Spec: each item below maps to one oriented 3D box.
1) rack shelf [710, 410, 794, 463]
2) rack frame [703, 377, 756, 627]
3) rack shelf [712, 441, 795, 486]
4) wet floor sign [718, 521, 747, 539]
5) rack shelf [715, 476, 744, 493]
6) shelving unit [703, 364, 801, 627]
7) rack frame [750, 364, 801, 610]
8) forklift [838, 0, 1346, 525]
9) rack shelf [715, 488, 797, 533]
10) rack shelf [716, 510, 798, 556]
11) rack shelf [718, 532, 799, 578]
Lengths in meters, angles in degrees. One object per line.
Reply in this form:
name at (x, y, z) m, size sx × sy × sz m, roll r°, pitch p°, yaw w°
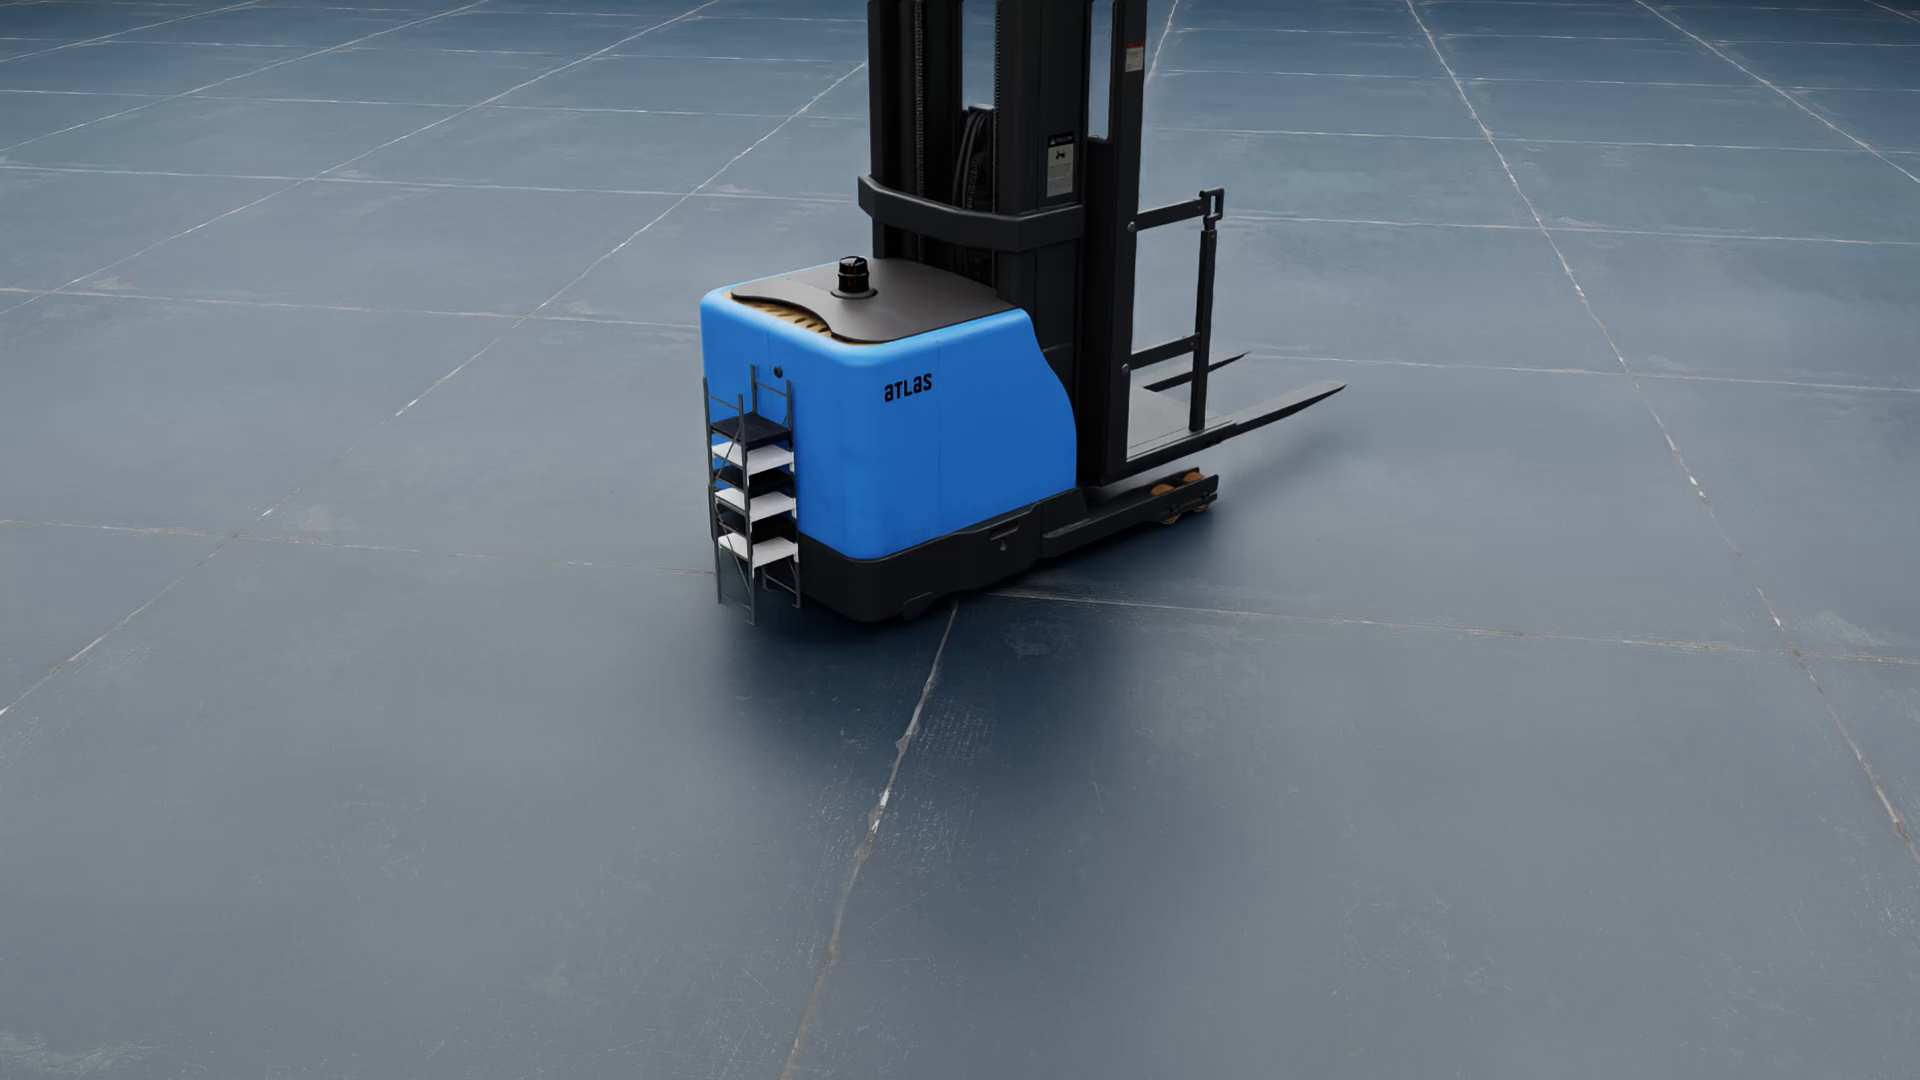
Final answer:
rack shelf at (-0.749, -0.372, 5.925) m, size 0.200 × 0.077 × 0.258 m, roll -20°, pitch 32°, yaw -37°
rack frame at (-0.825, -0.129, 5.964) m, size 0.006 × 0.900 × 0.240 m, roll -20°, pitch 32°, yaw -37°
rack shelf at (-0.749, -0.290, 5.963) m, size 0.200 × 0.077 × 0.258 m, roll -20°, pitch 32°, yaw -37°
wet floor sign at (-6.406, 0.604, 4.698) m, size 8.610 × 0.644 × 8.451 m, roll 13°, pitch 28°, yaw 26°
rack shelf at (-0.749, -0.222, 5.994) m, size 0.184 × 0.015 × 0.199 m, roll -20°, pitch 32°, yaw -37°
shelving unit at (-0.749, -0.157, 6.025) m, size 0.210 × 0.900 × 0.258 m, roll -20°, pitch 32°, yaw -37°
rack frame at (-0.672, -0.186, 6.086) m, size 0.006 × 0.900 × 0.240 m, roll -20°, pitch 32°, yaw -37°
forklift at (0.490, -1.524, 6.623) m, size 2.937 × 2.867 × 1.118 m, roll -20°, pitch 32°, yaw -37°
rack shelf at (-0.749, -0.127, 6.039) m, size 0.200 × 0.077 × 0.258 m, roll -20°, pitch 32°, yaw -37°
rack shelf at (-0.749, -0.046, 6.077) m, size 0.200 × 0.077 × 0.258 m, roll -20°, pitch 32°, yaw -37°
rack shelf at (-0.749, 0.036, 6.115) m, size 0.200 × 0.077 × 0.258 m, roll -20°, pitch 32°, yaw -37°
